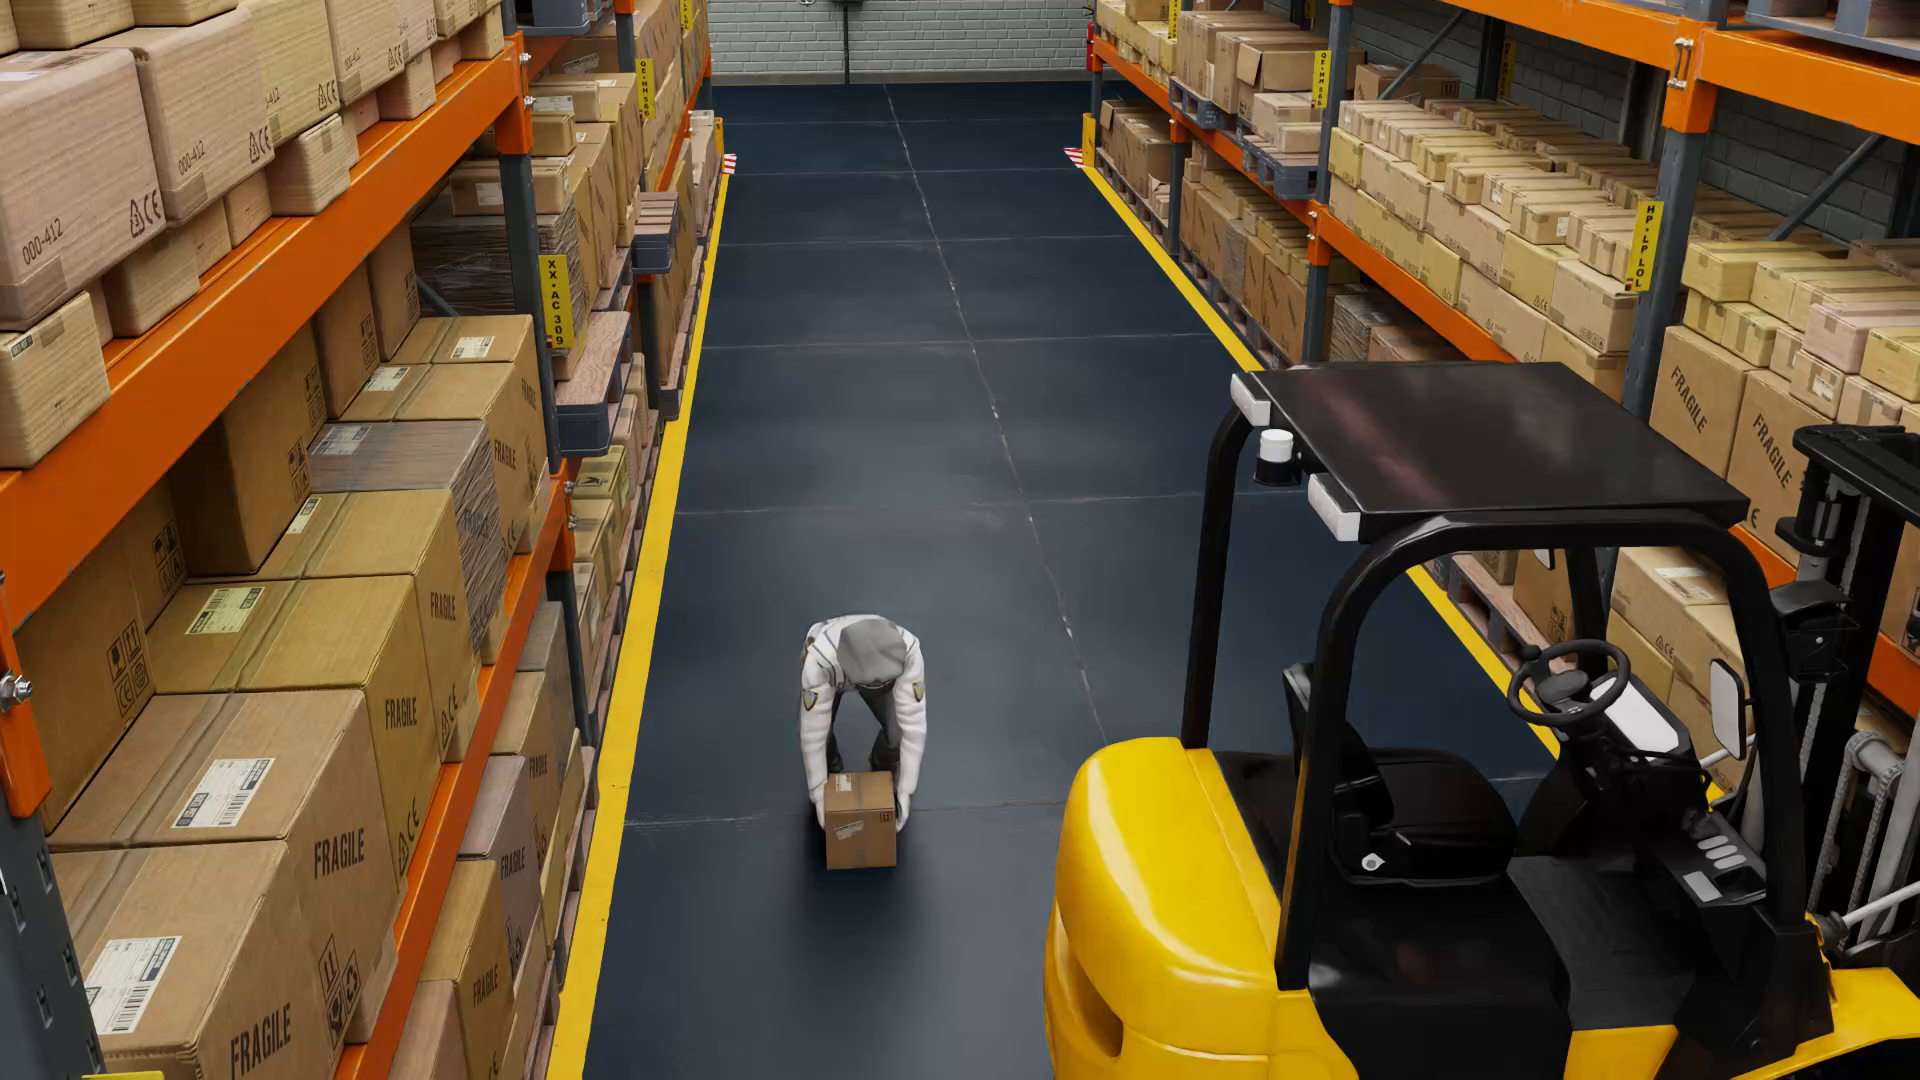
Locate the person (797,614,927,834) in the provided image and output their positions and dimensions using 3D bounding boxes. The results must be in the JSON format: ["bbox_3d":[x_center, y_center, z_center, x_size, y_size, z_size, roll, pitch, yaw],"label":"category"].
[{"bbox_3d":[-0.374,0.592,6.219,0.479,0.898,0.856,-2,24,-5],"label":"person"}]
